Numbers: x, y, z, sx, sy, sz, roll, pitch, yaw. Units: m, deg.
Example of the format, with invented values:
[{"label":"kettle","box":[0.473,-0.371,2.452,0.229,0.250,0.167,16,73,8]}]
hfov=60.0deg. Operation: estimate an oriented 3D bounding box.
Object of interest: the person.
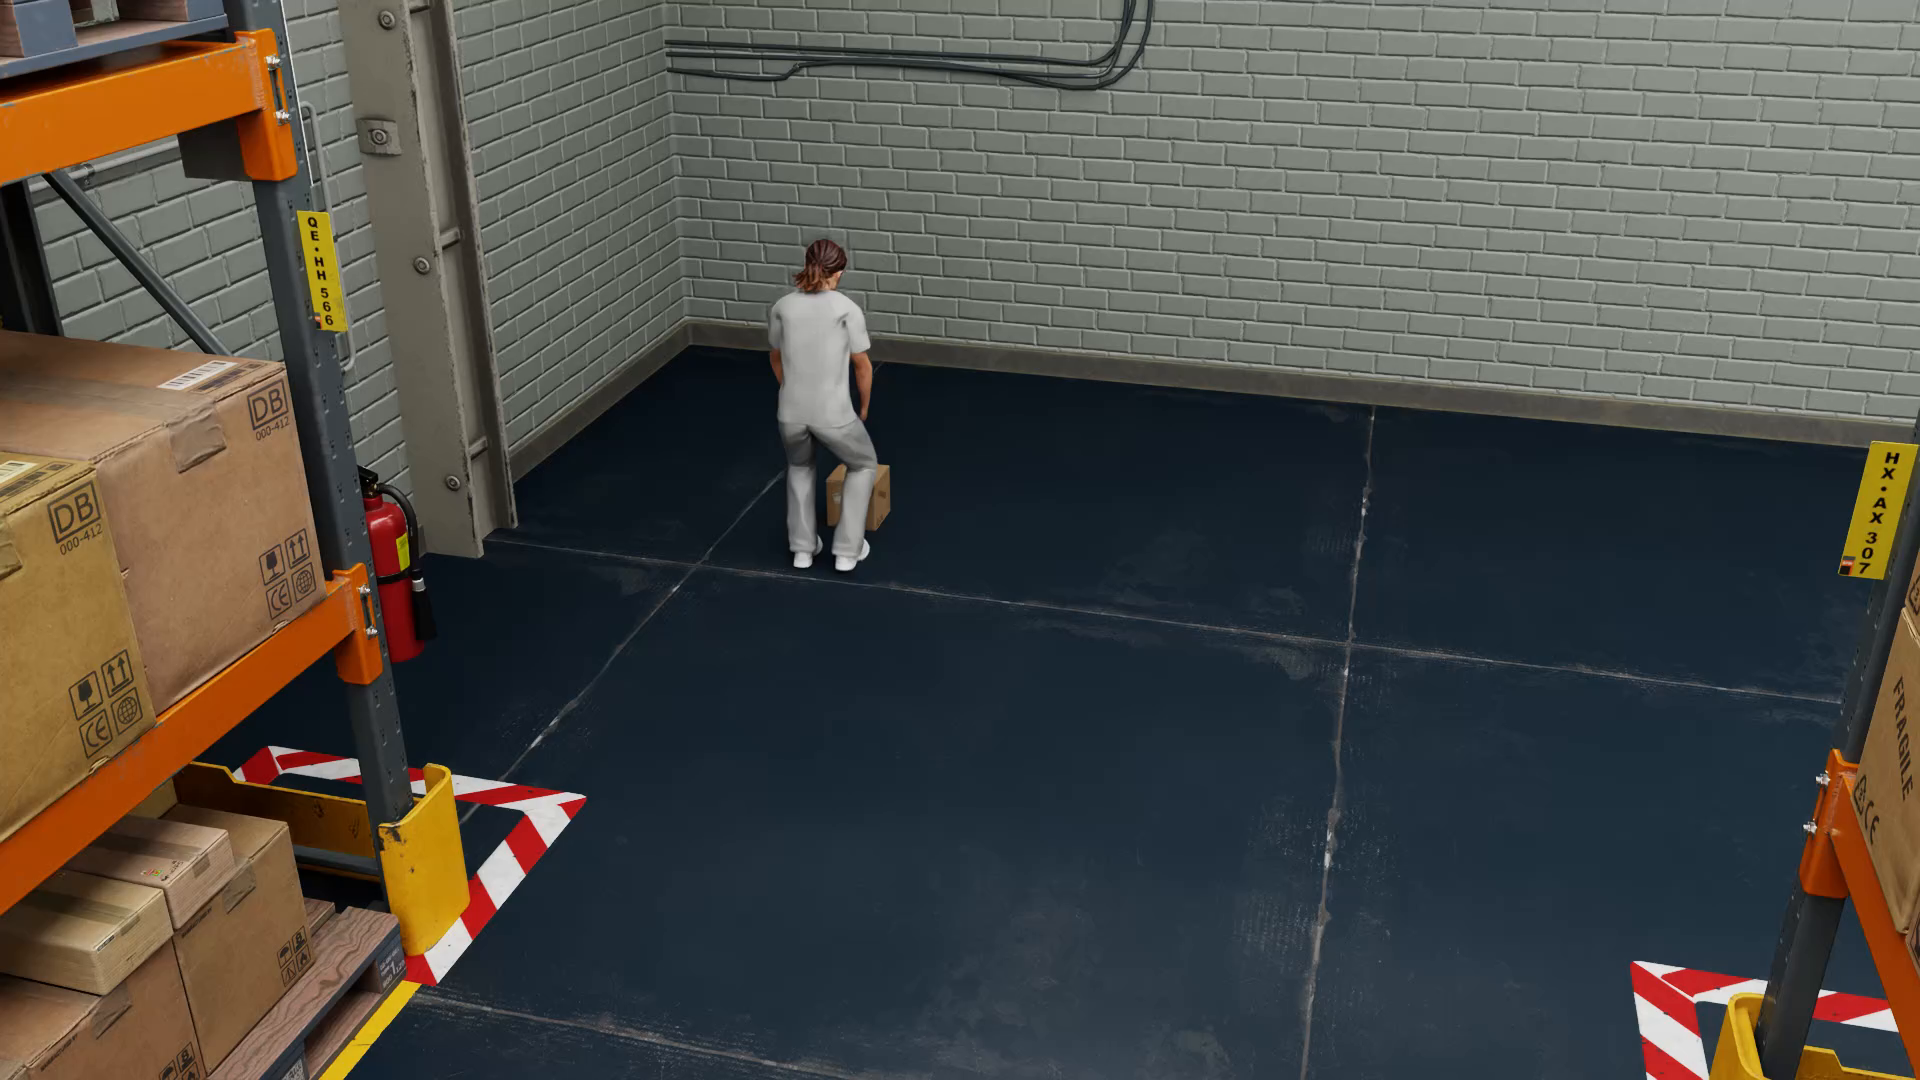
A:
[{"label":"person","box":[-0.644,-0.596,7.588,0.486,1.493,0.553,7,26,14]}]
